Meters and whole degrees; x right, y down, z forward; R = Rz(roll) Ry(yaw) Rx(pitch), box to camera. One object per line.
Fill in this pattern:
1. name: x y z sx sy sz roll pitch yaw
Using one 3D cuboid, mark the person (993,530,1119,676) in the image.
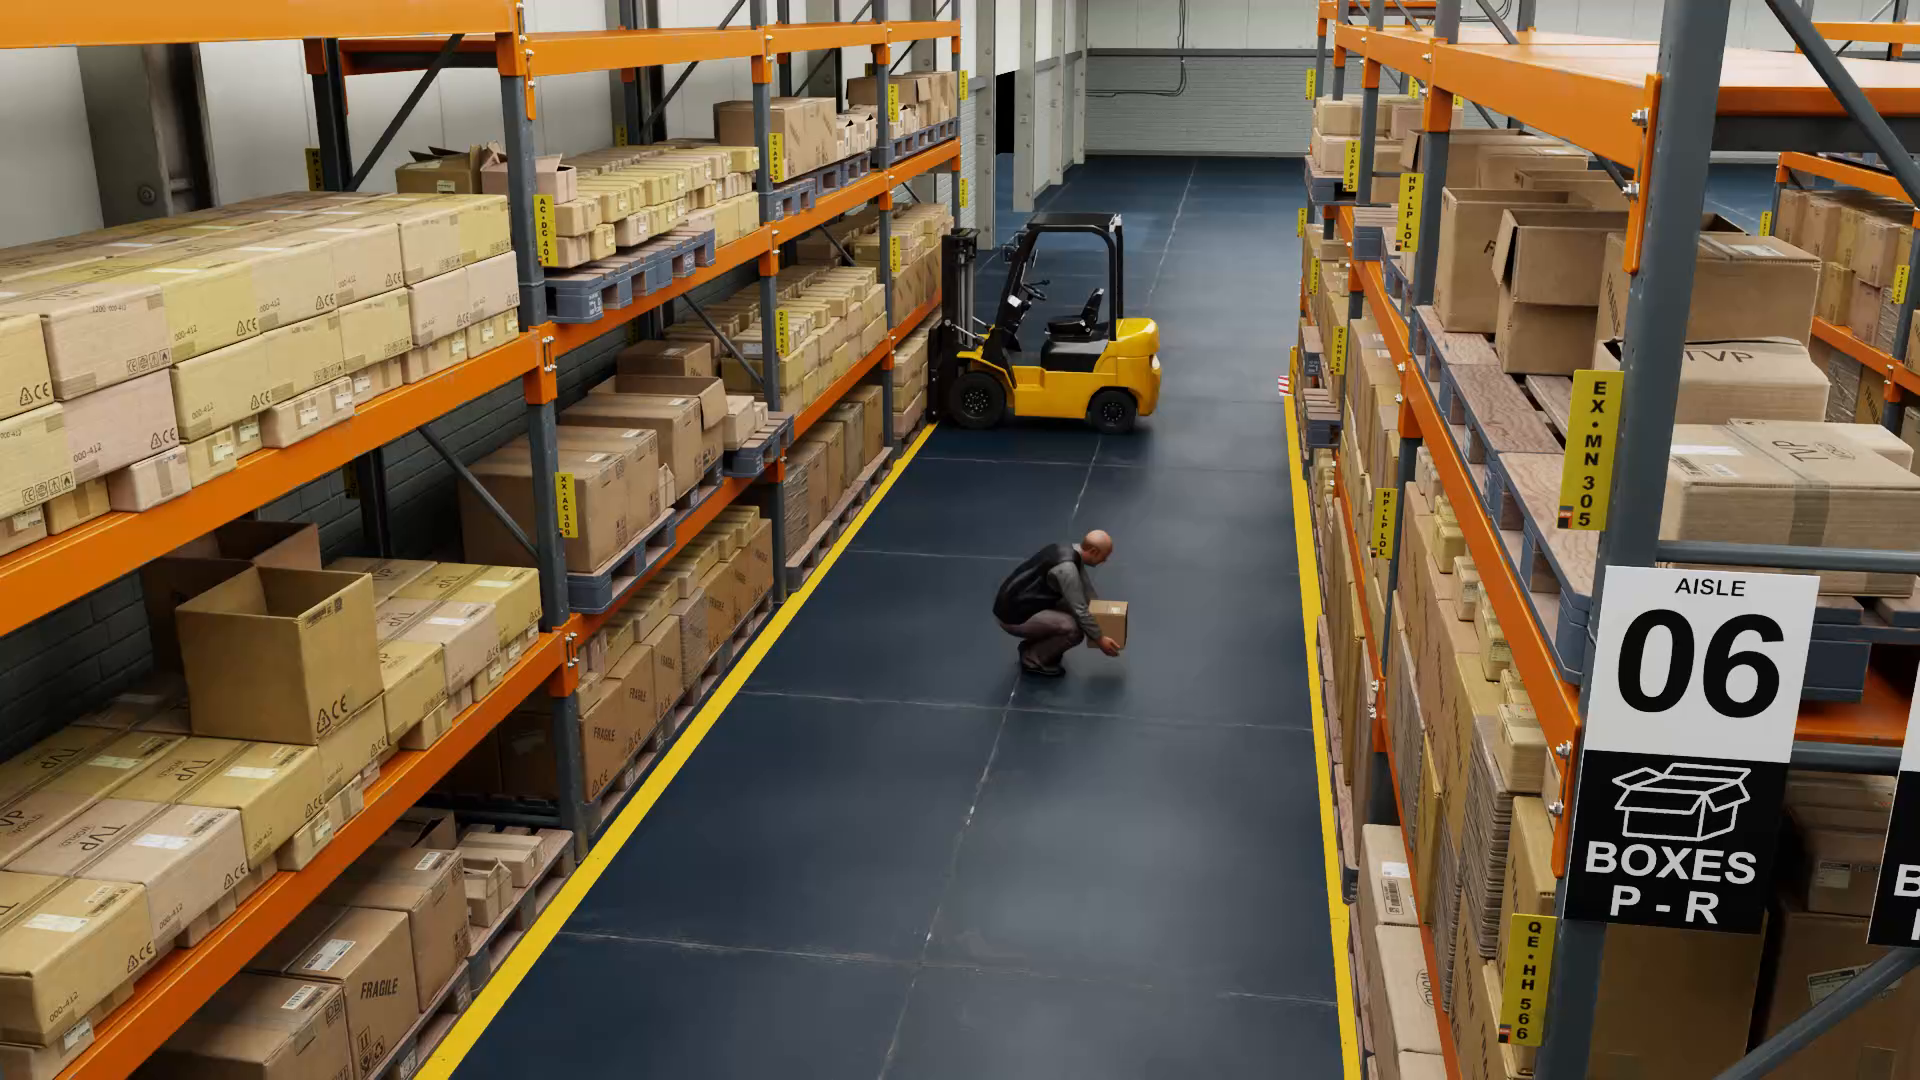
1. person: 0.664 0.401 11.097 0.837 0.968 0.527 3 18 9
